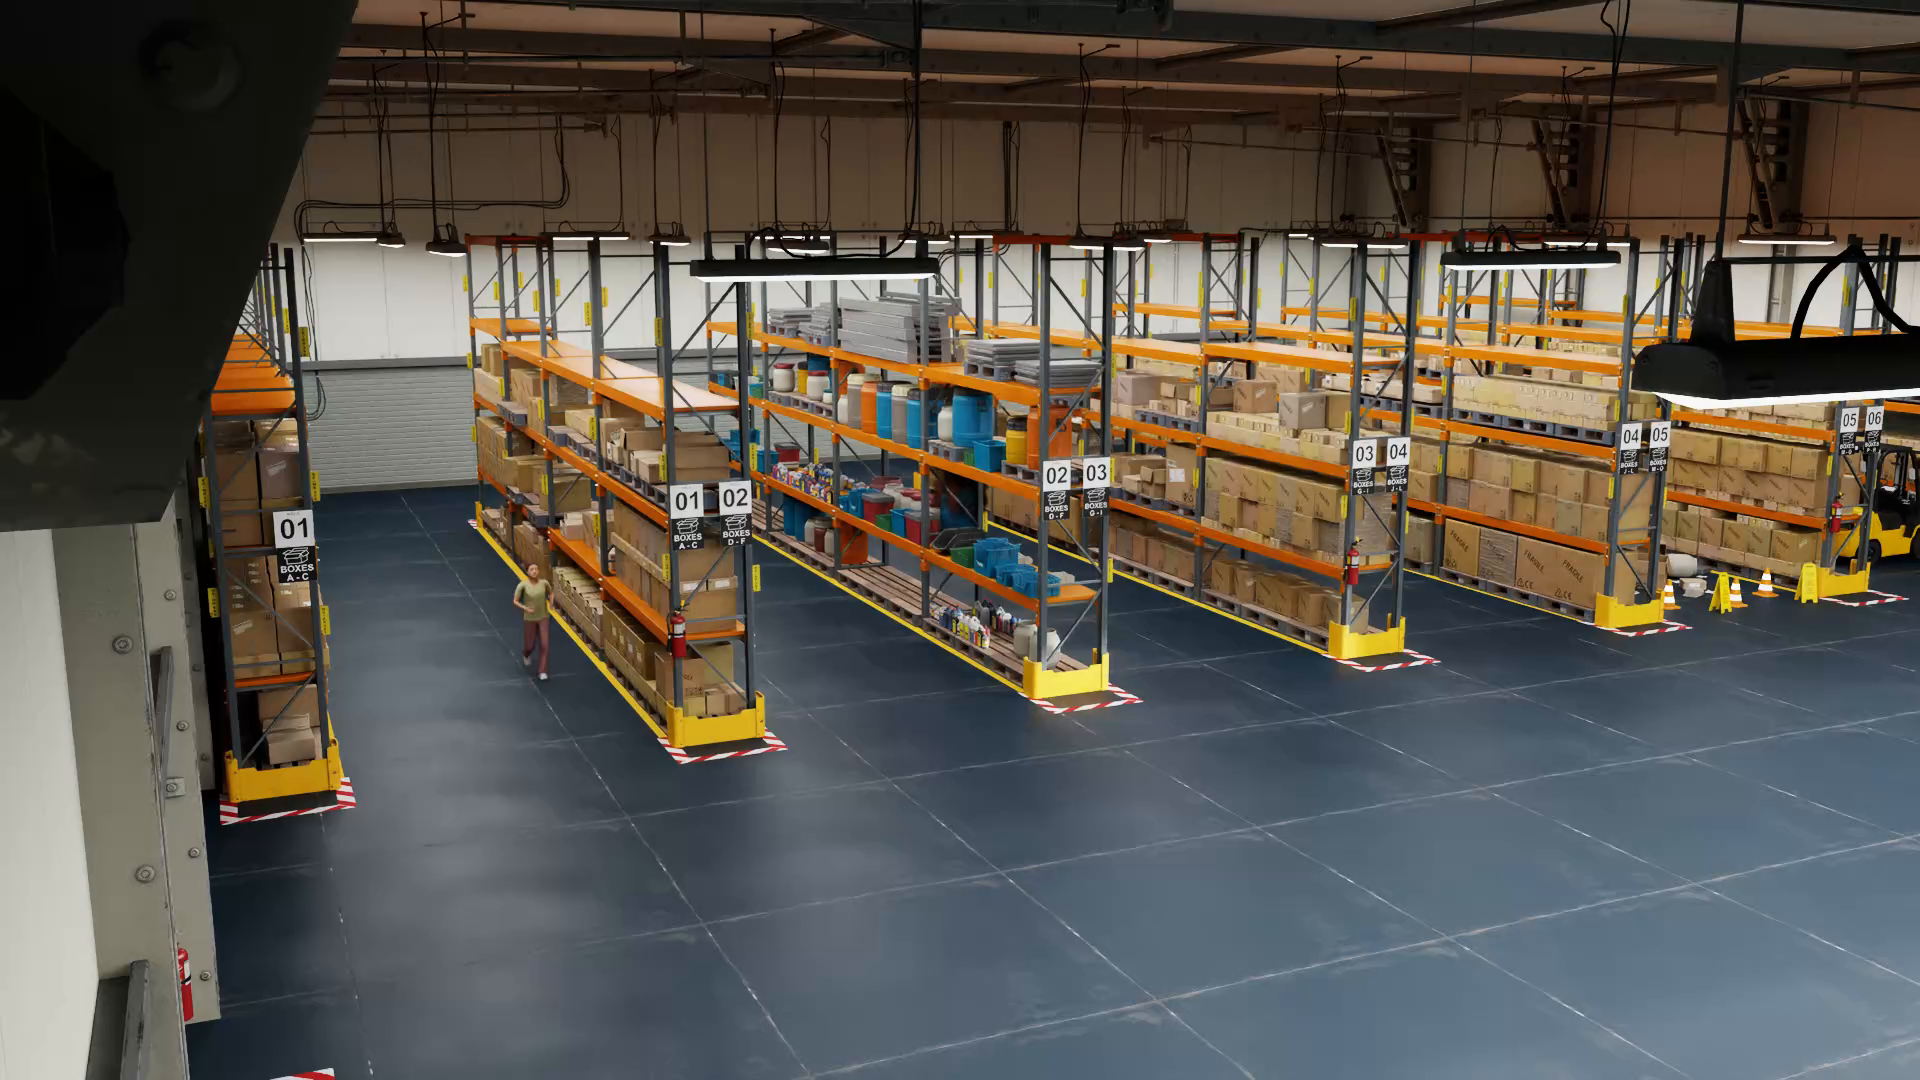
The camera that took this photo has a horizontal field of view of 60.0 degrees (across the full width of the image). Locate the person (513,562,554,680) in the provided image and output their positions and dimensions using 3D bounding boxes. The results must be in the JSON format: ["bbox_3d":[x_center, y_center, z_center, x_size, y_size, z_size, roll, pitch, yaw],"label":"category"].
[{"bbox_3d":[-5.913,1.103,23.190,0.588,1.614,0.758,-6,12,-26],"label":"person"}]

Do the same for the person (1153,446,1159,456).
[{"bbox_3d":[5.045,-2.942,43.851,0.687,1.722,0.634,-11,15,-44],"label":"person"}]

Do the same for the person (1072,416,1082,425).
[{"bbox_3d":[2.919,-2.517,41.565,0.647,1.812,1.065,5,12,25],"label":"person"}]

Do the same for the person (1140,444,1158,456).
[{"bbox_3d":[4.826,-2.463,41.587,0.749,1.660,0.603,5,12,26],"label":"person"}]
